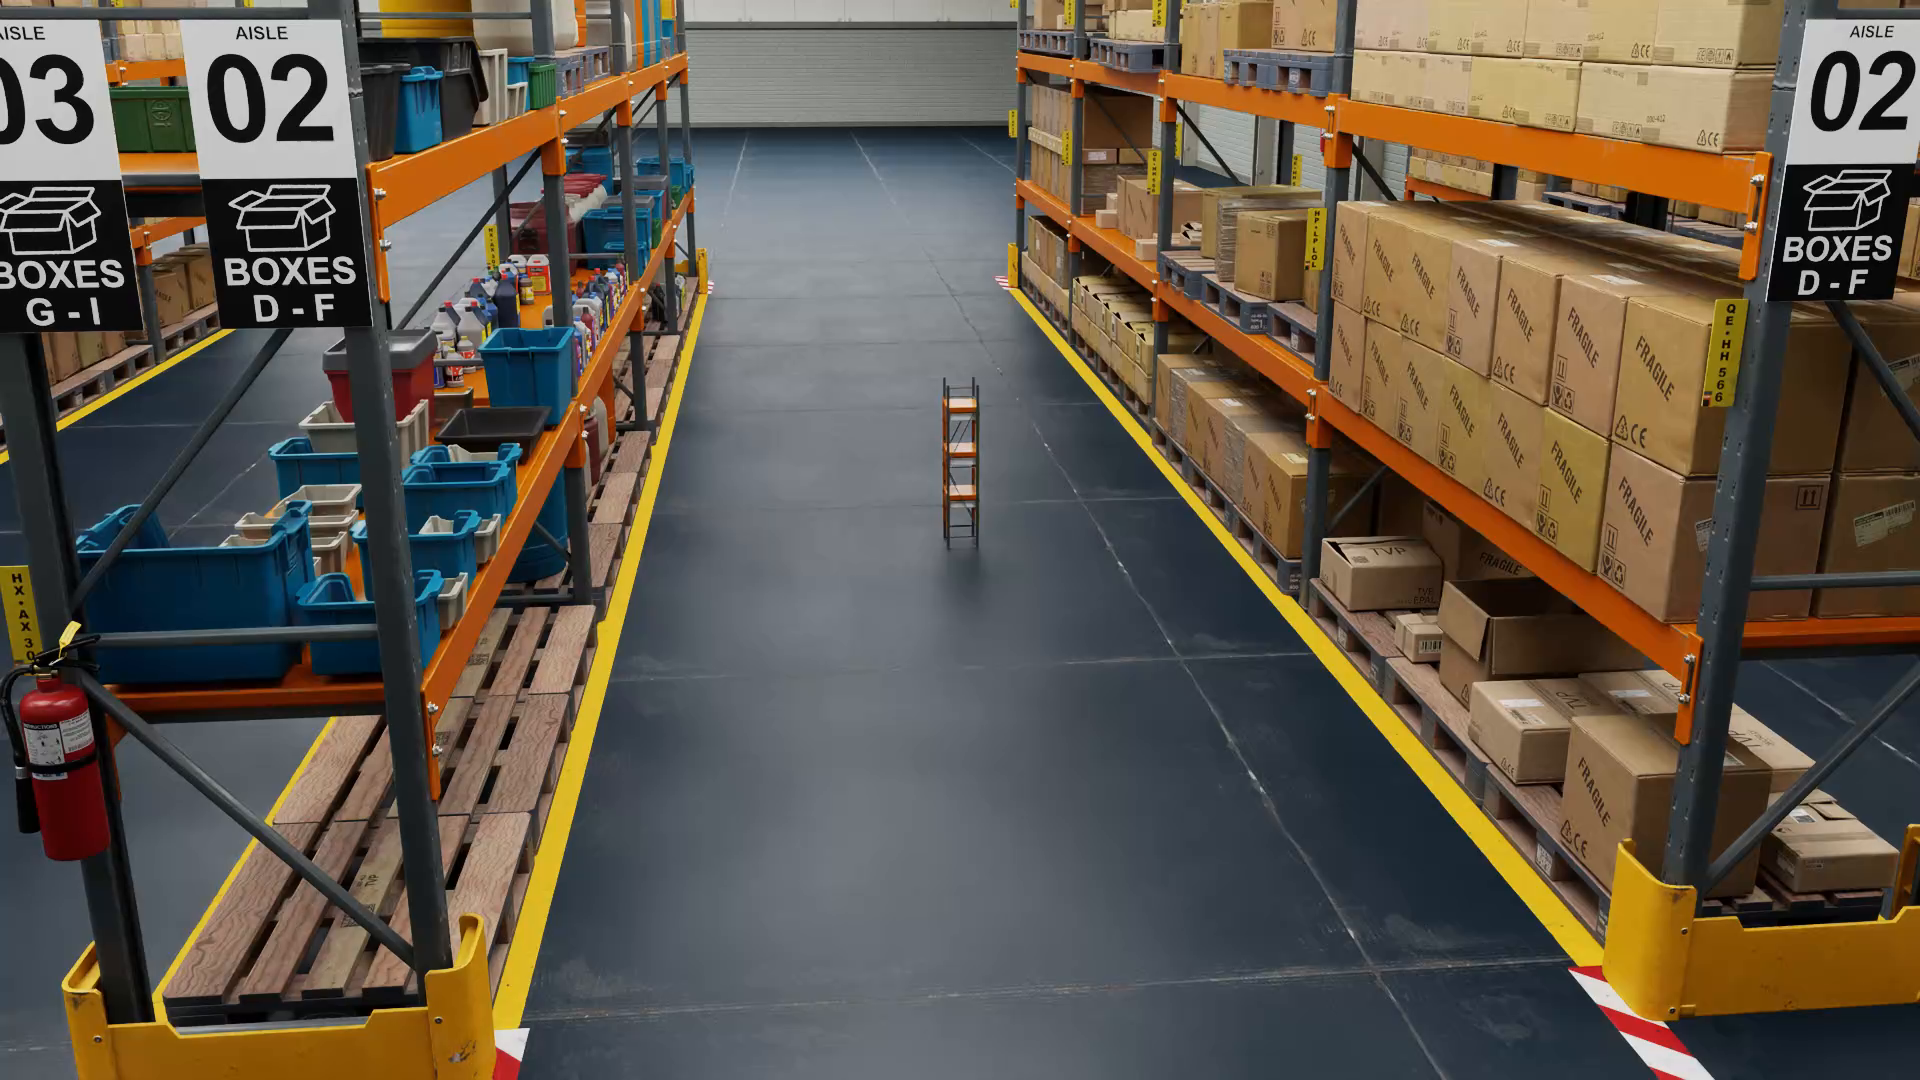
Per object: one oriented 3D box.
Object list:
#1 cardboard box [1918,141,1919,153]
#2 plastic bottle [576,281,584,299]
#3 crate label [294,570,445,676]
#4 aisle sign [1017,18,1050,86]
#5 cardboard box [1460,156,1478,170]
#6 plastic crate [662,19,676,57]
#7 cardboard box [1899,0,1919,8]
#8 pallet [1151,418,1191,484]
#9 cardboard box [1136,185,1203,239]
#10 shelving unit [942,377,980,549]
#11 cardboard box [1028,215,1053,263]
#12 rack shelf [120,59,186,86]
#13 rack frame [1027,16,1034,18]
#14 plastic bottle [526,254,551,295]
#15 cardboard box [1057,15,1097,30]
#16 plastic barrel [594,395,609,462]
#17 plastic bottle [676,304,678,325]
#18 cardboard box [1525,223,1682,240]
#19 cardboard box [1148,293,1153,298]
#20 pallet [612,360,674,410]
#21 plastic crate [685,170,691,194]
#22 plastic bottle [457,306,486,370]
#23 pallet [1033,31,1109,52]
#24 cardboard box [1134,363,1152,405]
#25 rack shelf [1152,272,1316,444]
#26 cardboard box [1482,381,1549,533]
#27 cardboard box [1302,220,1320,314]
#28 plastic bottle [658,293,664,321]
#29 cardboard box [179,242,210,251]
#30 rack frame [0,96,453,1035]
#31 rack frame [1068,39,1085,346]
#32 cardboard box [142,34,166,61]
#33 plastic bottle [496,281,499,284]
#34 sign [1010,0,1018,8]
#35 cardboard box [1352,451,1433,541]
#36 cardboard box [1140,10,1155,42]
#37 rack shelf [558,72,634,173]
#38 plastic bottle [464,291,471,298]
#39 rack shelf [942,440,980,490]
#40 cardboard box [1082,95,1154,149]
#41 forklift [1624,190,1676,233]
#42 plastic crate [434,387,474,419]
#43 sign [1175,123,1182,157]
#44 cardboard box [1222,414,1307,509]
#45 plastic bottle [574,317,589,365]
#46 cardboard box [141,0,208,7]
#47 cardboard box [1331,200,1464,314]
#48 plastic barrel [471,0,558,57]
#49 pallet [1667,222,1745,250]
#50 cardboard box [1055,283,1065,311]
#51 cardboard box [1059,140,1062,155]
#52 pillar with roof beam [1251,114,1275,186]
[{"bbox_3d":[3.049,-1.388,5.333,0.500,0.250,0.500,-2,18,-6],"label":"cardboard box"},{"bbox_3d":[-2.443,-1.536,10.757,0.061,0.283,0.133,-2,18,-6],"label":"plastic bottle"},{"bbox_3d":[-1.776,0.252,5.046,0.416,0.233,0.303,-2,18,-6],"label":"crate label"},{"bbox_3d":[0.888,-5.885,20.074,0.394,0.787,0.004,-2,18,-6],"label":"aisle sign"},{"bbox_3d":[-1.083,-3.971,15.632,15.156,1.490,5.998,-1,17,-4],"label":"cardboard box"},{"bbox_3d":[-3.232,-5.347,17.721,0.392,0.384,0.575,-2,18,-6],"label":"plastic crate"},{"bbox_3d":[3.055,-1.627,5.259,0.500,0.250,0.500,-2,18,-6],"label":"cardboard box"},{"bbox_3d":[2.064,-0.697,12.545,1.003,0.211,1.213,-2,18,-6],"label":"pallet"},{"bbox_3d":[1.835,-2.798,14.415,0.500,0.500,0.500,-3,18,-9],"label":"cardboard box"},{"bbox_3d":[0.005,-0.485,10.469,0.215,1.050,0.252,-2,18,-6],"label":"shelving unit"},{"bbox_3d":[1.087,-3.565,19.663,0.500,0.500,0.500,-2,18,-6],"label":"cardboard box"},{"bbox_3d":[-8.448,-4.822,17.221,1.077,0.370,4.000,-2,18,-6],"label":"rack shelf"},{"bbox_3d":[1.203,-7.497,19.533,0.949,2.616,0.053,-2,18,-6],"label":"rack frame"},{"bbox_3d":[-3.029,-1.906,11.947,0.152,0.276,0.135,-2,18,-6],"label":"plastic bottle"},{"bbox_3d":[1.216,-5.372,17.258,0.380,0.149,0.250,-2,18,-6],"label":"cardboard box"},{"bbox_3d":[-2.688,-0.802,11.676,0.421,0.512,0.421,0,17,0],"label":"plastic barrel"},{"bbox_3d":[-2.912,-2.308,16.840,0.097,0.271,0.097,0,17,0],"label":"plastic bottle"},{"bbox_3d":[2.854,-1.139,7.460,0.500,0.500,0.500,-2,18,-5],"label":"cardboard box"},{"bbox_3d":[2.048,-2.183,15.577,0.500,0.311,0.500,-2,18,-6],"label":"cardboard box"},{"bbox_3d":[-3.067,-1.363,14.667,1.003,0.211,1.213,-2,18,-6],"label":"pallet"},{"bbox_3d":[-3.318,-4.078,18.907,0.499,0.251,0.408,-2,18,-6],"label":"plastic crate"},{"bbox_3d":[-2.767,-1.152,9.421,0.144,0.351,0.185,-2,18,-6],"label":"plastic bottle"},{"bbox_3d":[1.375,-5.448,18.161,1.003,0.211,1.213,-2,18,-6],"label":"pallet"},{"bbox_3d":[1.728,-1.289,13.664,0.500,0.250,0.500,-1,17,-4],"label":"cardboard box"},{"bbox_3d":[2.231,-1.312,11.049,1.077,0.370,4.000,-2,18,-6],"label":"rack shelf"},{"bbox_3d":[2.430,-0.344,6.597,0.500,0.500,0.500,-2,18,-5],"label":"cardboard box"},{"bbox_3d":[2.477,-1.658,10.083,0.700,0.500,0.500,1,17,3],"label":"cardboard box"},{"bbox_3d":[-3.079,-2.405,17.131,0.061,0.283,0.133,-2,18,-6],"label":"plastic bottle"},{"bbox_3d":[-8.607,-3.151,19.177,0.500,0.500,0.500,1,17,5],"label":"cardboard box"},{"bbox_3d":[-2.078,0.284,4.764,1.000,3.000,0.127,-2,18,-6],"label":"rack frame"},{"bbox_3d":[1.612,-3.443,16.635,1.000,3.000,0.127,-2,18,-6],"label":"rack frame"},{"bbox_3d":[-8.093,-4.797,16.191,0.500,0.250,0.500,-2,18,-6],"label":"cardboard box"},{"bbox_3d":[-3.134,-1.652,11.264,0.097,0.201,0.097,0,17,0],"label":"plastic bottle"},{"bbox_3d":[0.647,-6.505,19.790,0.100,0.325,0.005,-2,18,-6],"label":"sign"},{"bbox_3d":[2.629,-0.228,9.835,0.500,0.500,0.500,-3,18,-8],"label":"cardboard box"},{"bbox_3d":[1.802,-4.271,13.814,0.500,0.250,0.500,-2,18,-7],"label":"cardboard box"},{"bbox_3d":[-2.697,-2.591,10.116,1.077,0.370,4.000,-2,18,-6],"label":"rack shelf"},{"bbox_3d":[-3.049,-1.395,10.307,0.061,0.283,0.133,-2,18,-6],"label":"plastic bottle"},{"bbox_3d":[0.005,-0.475,10.472,0.215,0.259,0.240,-2,18,-6],"label":"rack shelf"},{"bbox_3d":[1.560,-4.241,16.847,0.700,0.500,0.500,-2,18,-5],"label":"cardboard box"},{"bbox_3d":[4.909,-1.602,10.888,1.130,2.935,3.031,9,20,27],"label":"forklift"},{"bbox_3d":[-2.585,-0.667,8.134,0.396,0.136,0.243,-2,18,-6],"label":"plastic crate"},{"bbox_3d":[2.151,-3.977,16.536,0.100,0.325,0.005,-2,18,-6],"label":"sign"},{"bbox_3d":[2.007,-0.512,10.738,0.500,0.500,0.500,-2,17,-5],"label":"cardboard box"},{"bbox_3d":[-2.182,-1.140,9.516,0.097,0.271,0.097,0,17,0],"label":"plastic bottle"},{"bbox_3d":[-8.243,-5.735,17.430,0.500,0.500,0.500,-2,18,-6],"label":"cardboard box"},{"bbox_3d":[2.206,-1.435,8.404,0.500,0.500,0.500,-1,17,-4],"label":"cardboard box"},{"bbox_3d":[-2.295,-2.768,8.551,0.433,0.535,0.433,0,17,0],"label":"plastic barrel"},{"bbox_3d":[6.772,-2.523,14.025,1.213,0.211,1.003,-2,18,-6],"label":"pallet"},{"bbox_3d":[1.305,-2.612,17.878,0.500,0.250,0.500,-2,18,-6],"label":"cardboard box"},{"bbox_3d":[1.268,-4.178,17.726,0.380,0.149,0.250,-2,18,-6],"label":"cardboard box"},{"bbox_3d":[1.539,-10.911,30.409,9.100,9.000,0.400,-2,18,-6],"label":"pillar with roof beam"}]
